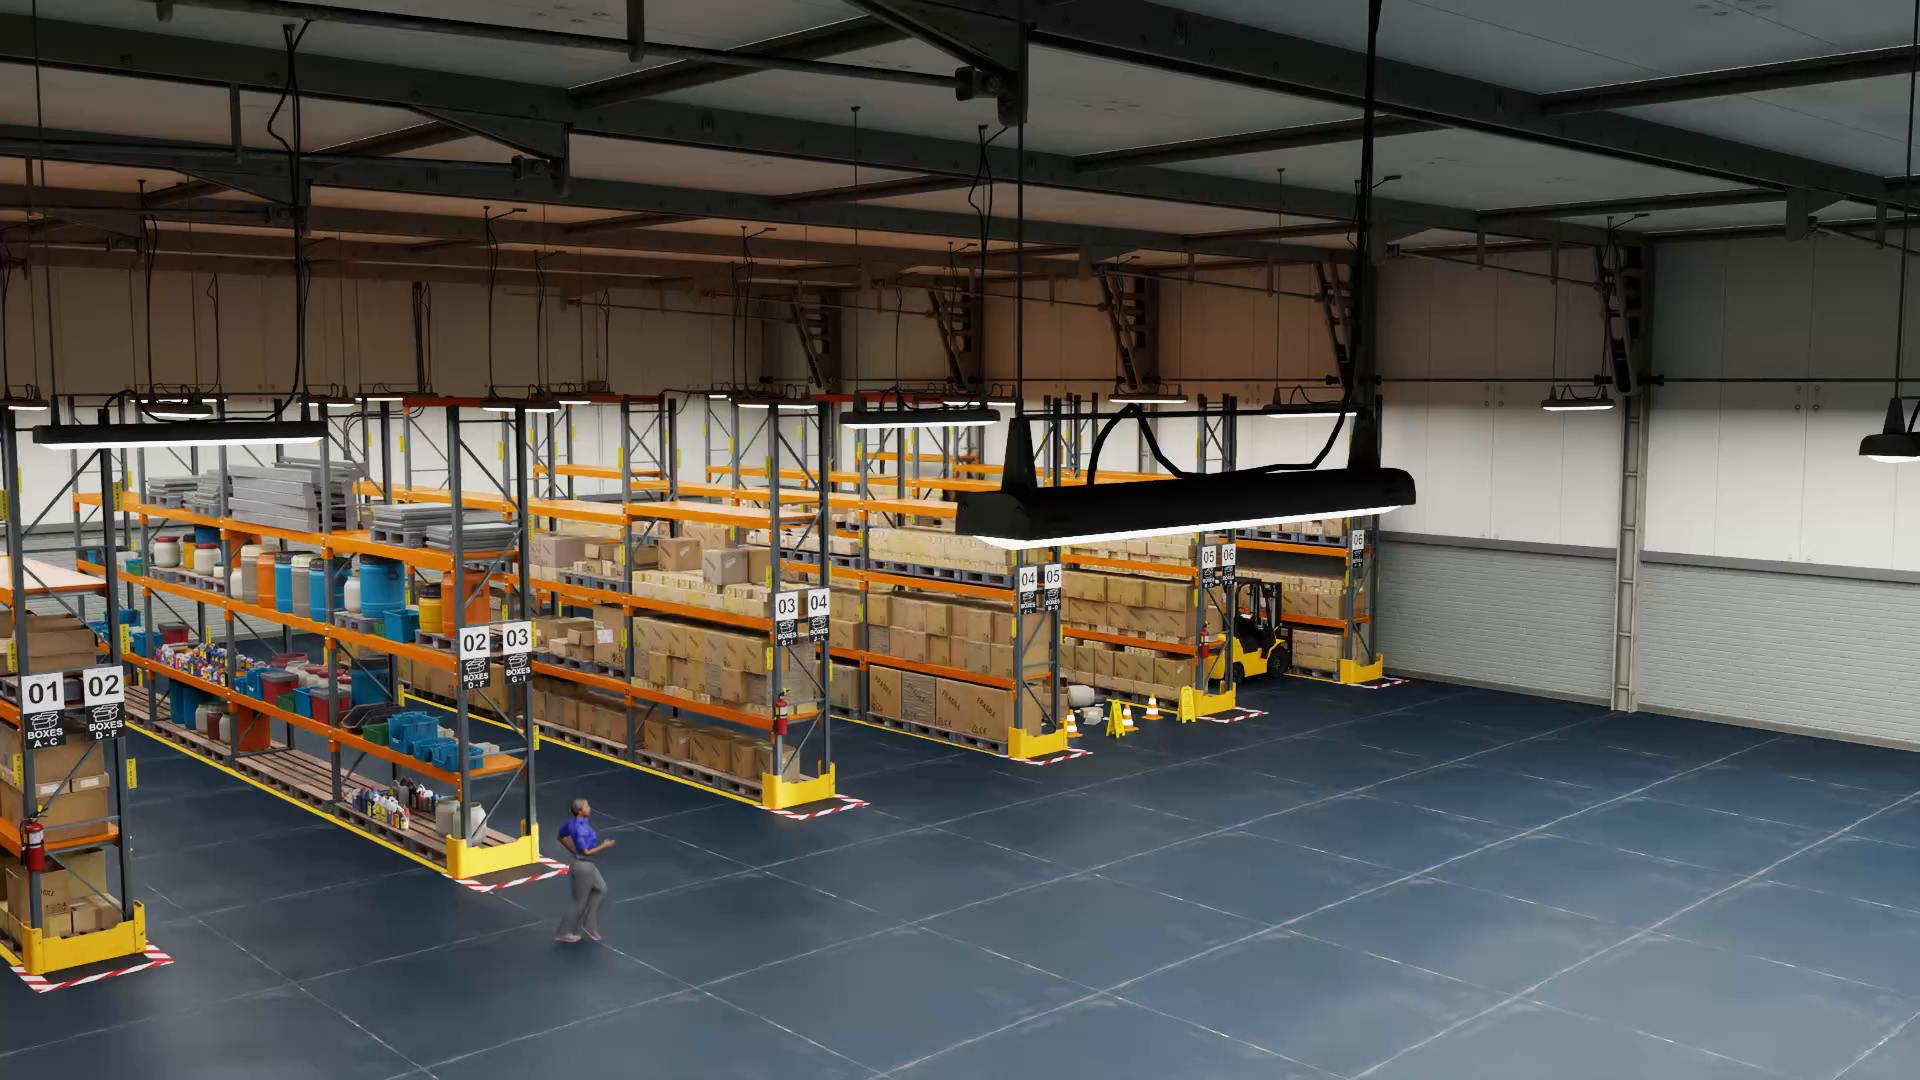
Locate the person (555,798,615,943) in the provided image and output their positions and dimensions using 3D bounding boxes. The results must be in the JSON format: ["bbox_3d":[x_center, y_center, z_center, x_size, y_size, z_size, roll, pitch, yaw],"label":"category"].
[{"bbox_3d":[-4.209,3.717,18.631,0.686,1.704,0.555,-2,6,-17],"label":"person"}]
